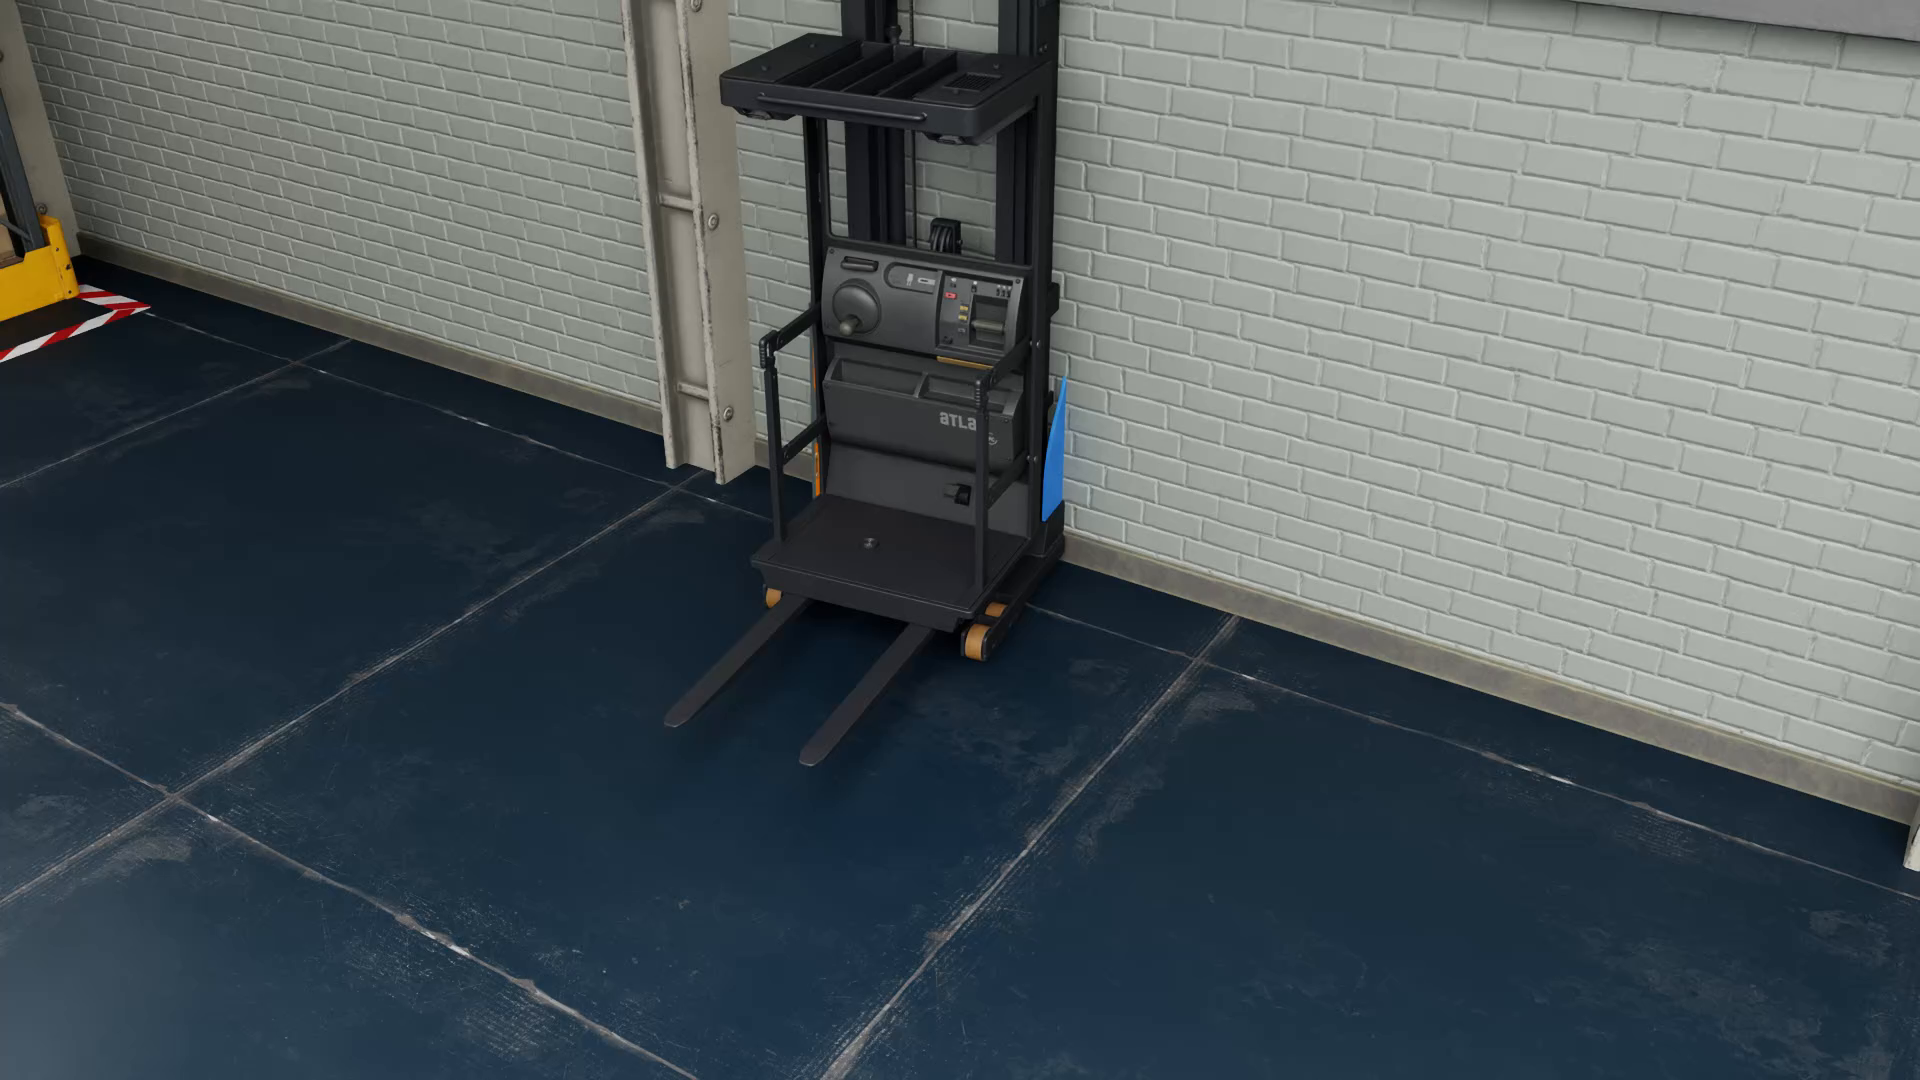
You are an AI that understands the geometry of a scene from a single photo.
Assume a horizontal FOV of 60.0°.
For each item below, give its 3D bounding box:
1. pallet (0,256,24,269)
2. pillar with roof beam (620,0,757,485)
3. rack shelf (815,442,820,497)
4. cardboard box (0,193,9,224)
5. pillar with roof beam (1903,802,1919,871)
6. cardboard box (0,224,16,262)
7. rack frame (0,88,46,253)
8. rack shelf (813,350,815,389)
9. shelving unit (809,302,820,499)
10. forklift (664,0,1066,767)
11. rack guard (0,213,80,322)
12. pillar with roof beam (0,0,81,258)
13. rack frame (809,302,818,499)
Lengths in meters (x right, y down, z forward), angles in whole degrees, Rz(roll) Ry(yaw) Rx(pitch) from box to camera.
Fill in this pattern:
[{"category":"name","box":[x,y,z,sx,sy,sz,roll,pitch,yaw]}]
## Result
[{"category":"pallet","box":[-6.972,-1.723,10.994,1.213,0.211,1.003,18,35,27]},{"category":"pillar with roof beam","box":[-3.620,-2.458,3.533,0.400,9.000,9.100,18,35,27]},{"category":"rack shelf","box":[-0.136,-0.340,8.050,1.000,0.278,0.538,7,16,23]},{"category":"cardboard box","box":[-6.590,-2.165,10.799,0.500,0.250,0.500,18,35,28]},{"category":"pillar with roof beam","box":[1.462,-0.851,0.778,0.400,9.000,9.100,18,35,27]},{"category":"cardboard box","box":[-6.614,-1.949,10.926,0.500,0.250,0.500,18,35,28]},{"category":"rack frame","box":[-6.302,-2.740,9.970,0.127,3.000,1.000,18,35,27]},{"category":"rack shelf","box":[-0.134,-0.859,7.912,1.000,0.278,0.538,7,16,23]},{"category":"shelving unit","box":[-0.135,-0.576,7.987,1.048,1.125,0.538,7,16,23]},{"category":"forklift","box":[-0.253,-0.978,7.018,1.130,2.935,3.031,13,33,20]},{"category":"rack guard","box":[-6.282,-1.654,10.589,0.348,0.500,1.175,18,35,27]},{"category":"pillar with roof beam","box":[-8.701,-4.065,6.288,0.400,9.000,9.100,18,35,27]},{"category":"rack frame","box":[-0.599,-0.631,8.188,0.032,1.125,0.500,7,16,23]}]
